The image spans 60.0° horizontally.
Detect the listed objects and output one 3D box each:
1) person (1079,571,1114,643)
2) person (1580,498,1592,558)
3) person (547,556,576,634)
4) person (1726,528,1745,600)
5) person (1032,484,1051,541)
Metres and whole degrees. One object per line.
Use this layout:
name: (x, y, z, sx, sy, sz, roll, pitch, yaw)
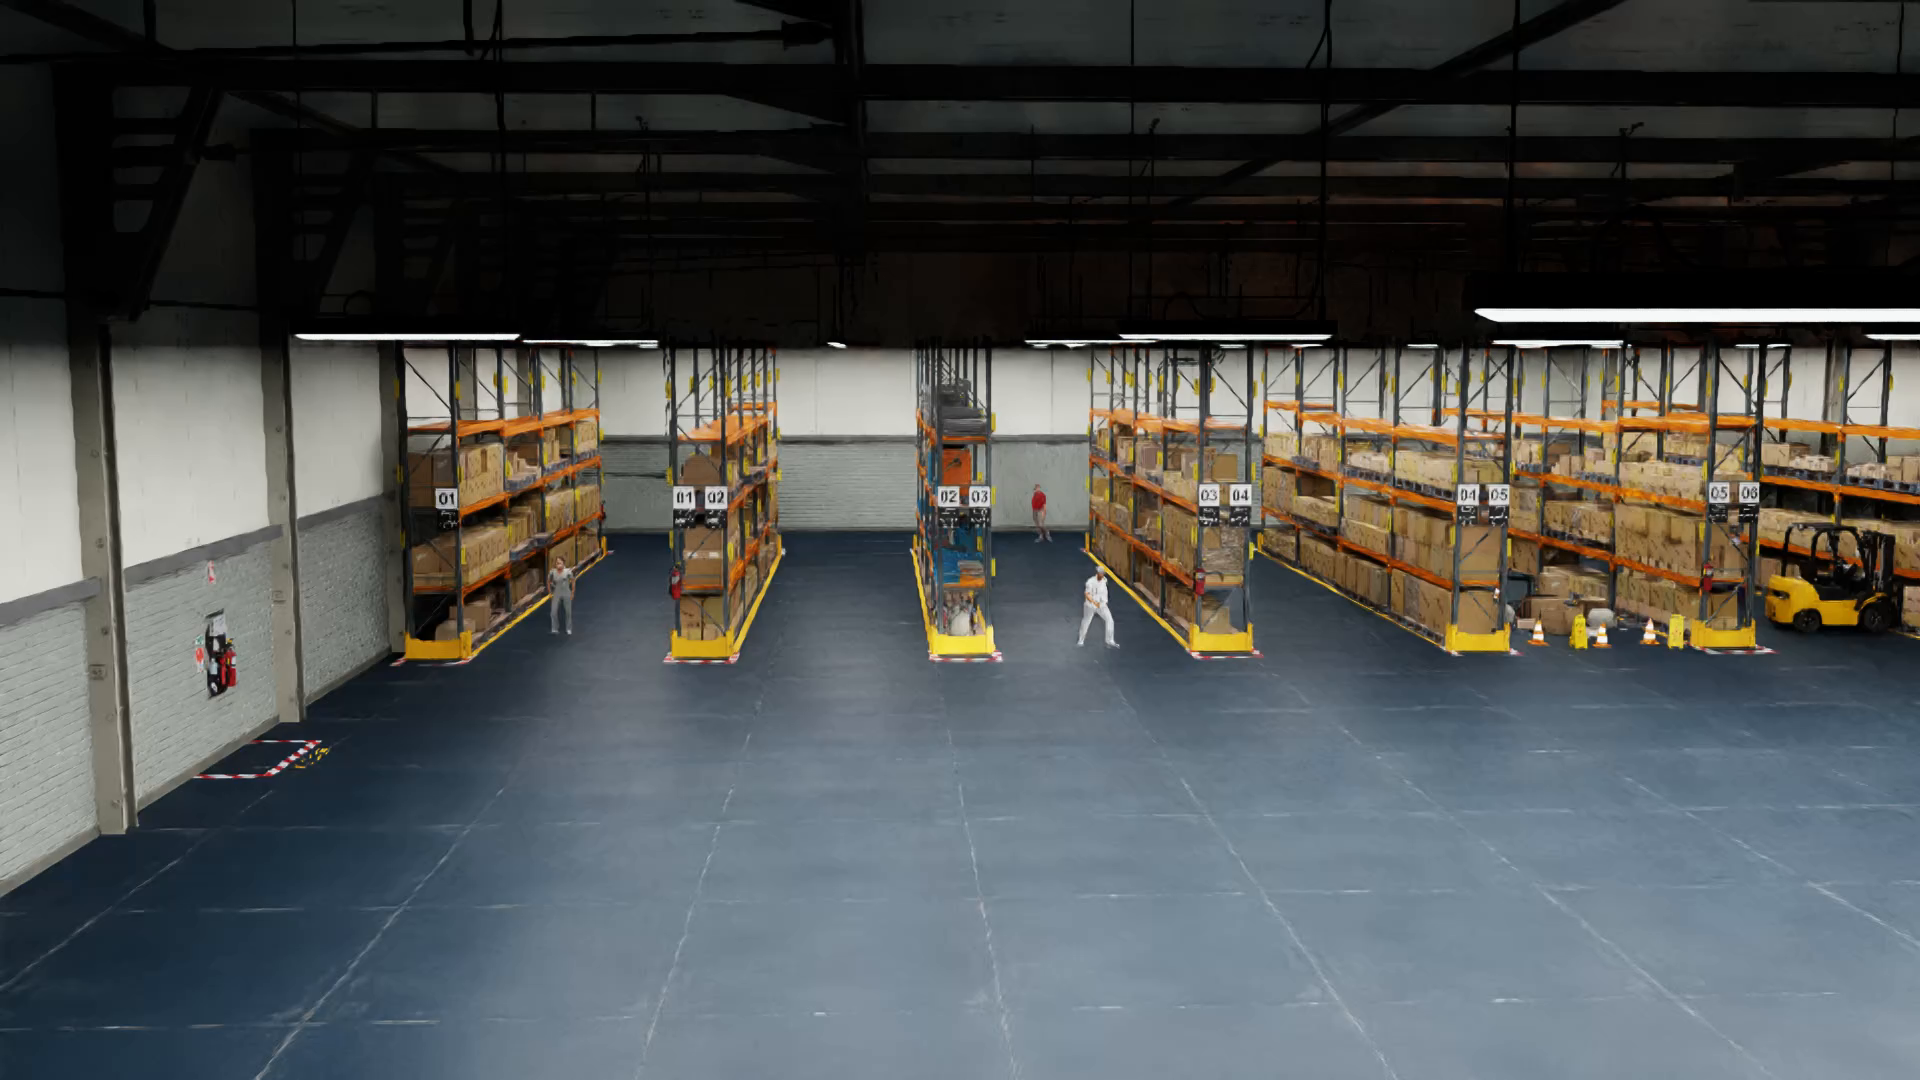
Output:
person: (2.628, 1.242, 32.240, 0.579, 1.517, 0.803, -2, 7, -20)
person: (17.230, -0.350, 46.030, 0.559, 1.665, 0.589, 1, 7, 9)
person: (-8.052, 1.097, 33.604, 0.580, 1.584, 0.502, -1, 7, -5)
person: (17.842, 0.542, 38.363, 0.567, 1.641, 0.611, 3, 7, 23)
person: (2.432, -0.814, 49.955, 0.481, 1.718, 0.696, -5, 8, -38)
